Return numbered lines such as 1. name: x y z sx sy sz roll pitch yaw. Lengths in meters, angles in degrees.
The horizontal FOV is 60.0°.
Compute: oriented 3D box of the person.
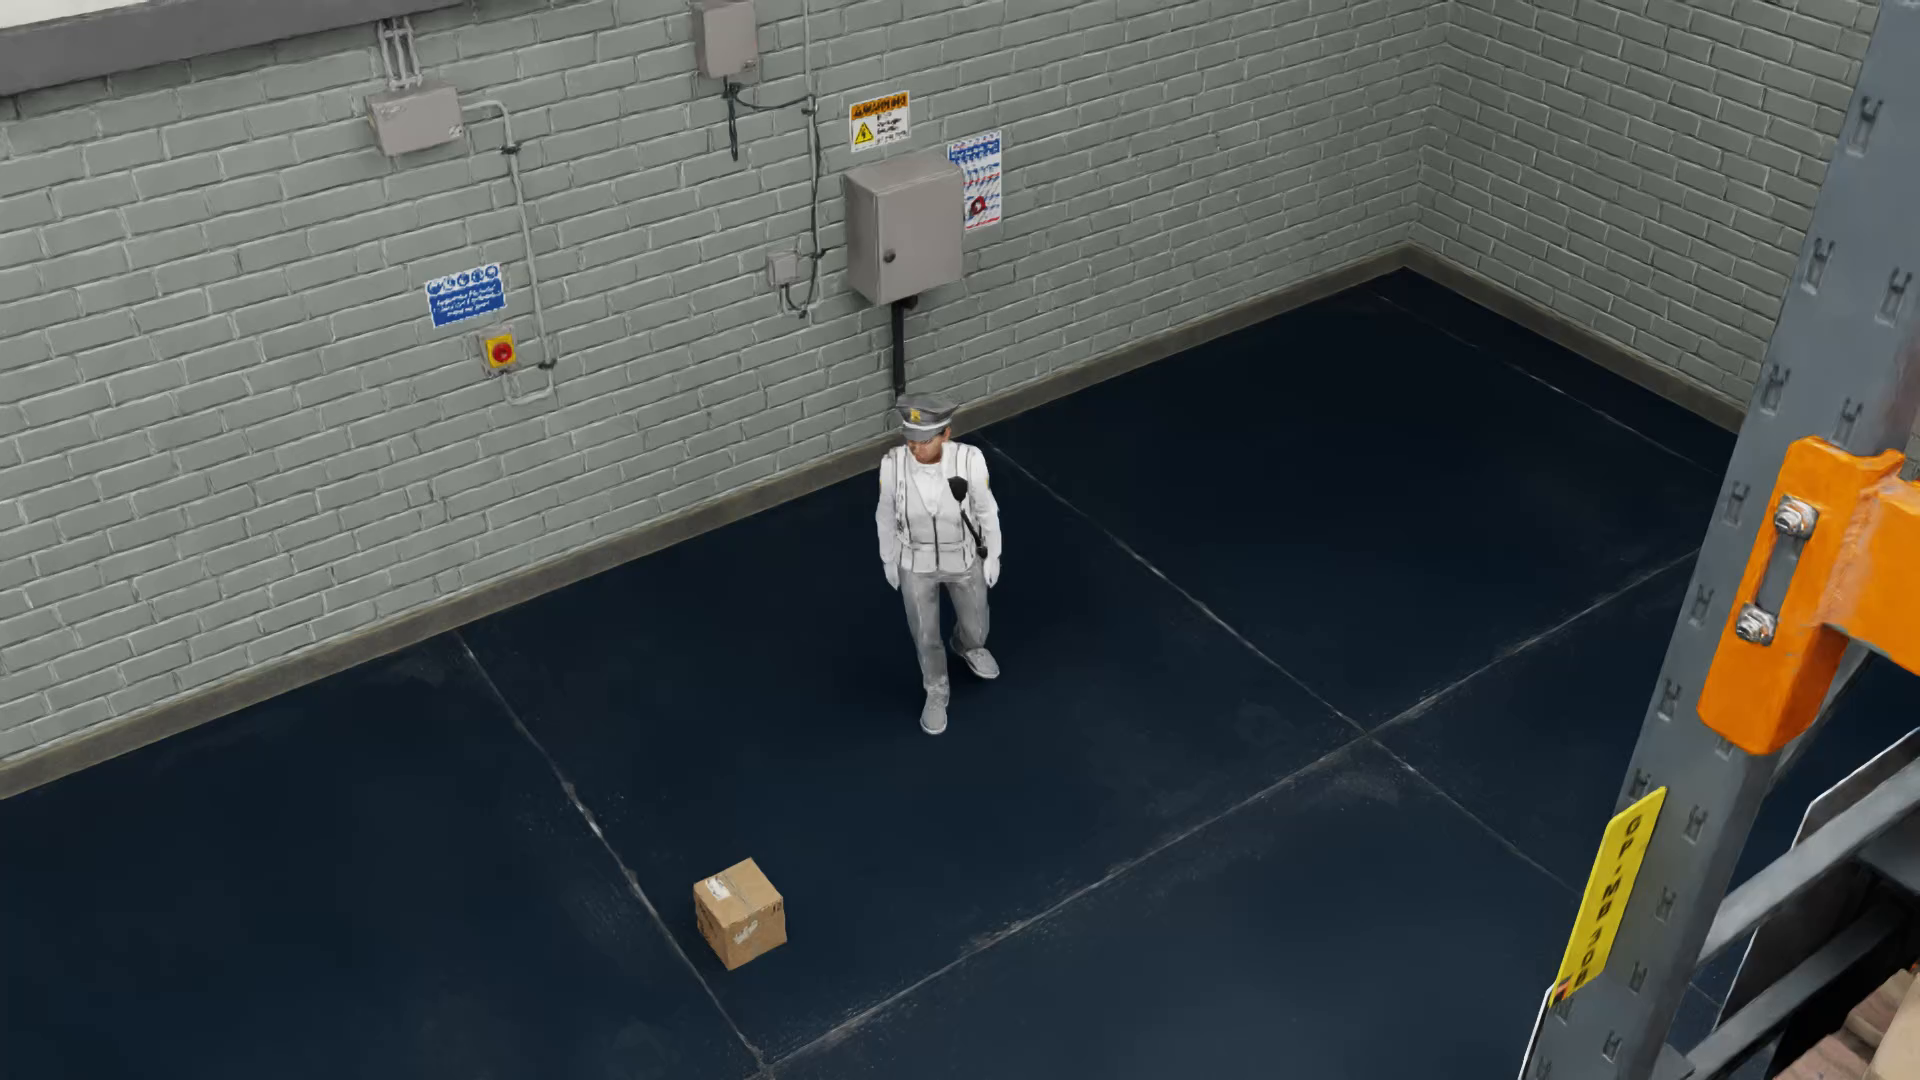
1. person: -0.084 0.053 6.936 0.520 1.647 0.529 0 37 0
